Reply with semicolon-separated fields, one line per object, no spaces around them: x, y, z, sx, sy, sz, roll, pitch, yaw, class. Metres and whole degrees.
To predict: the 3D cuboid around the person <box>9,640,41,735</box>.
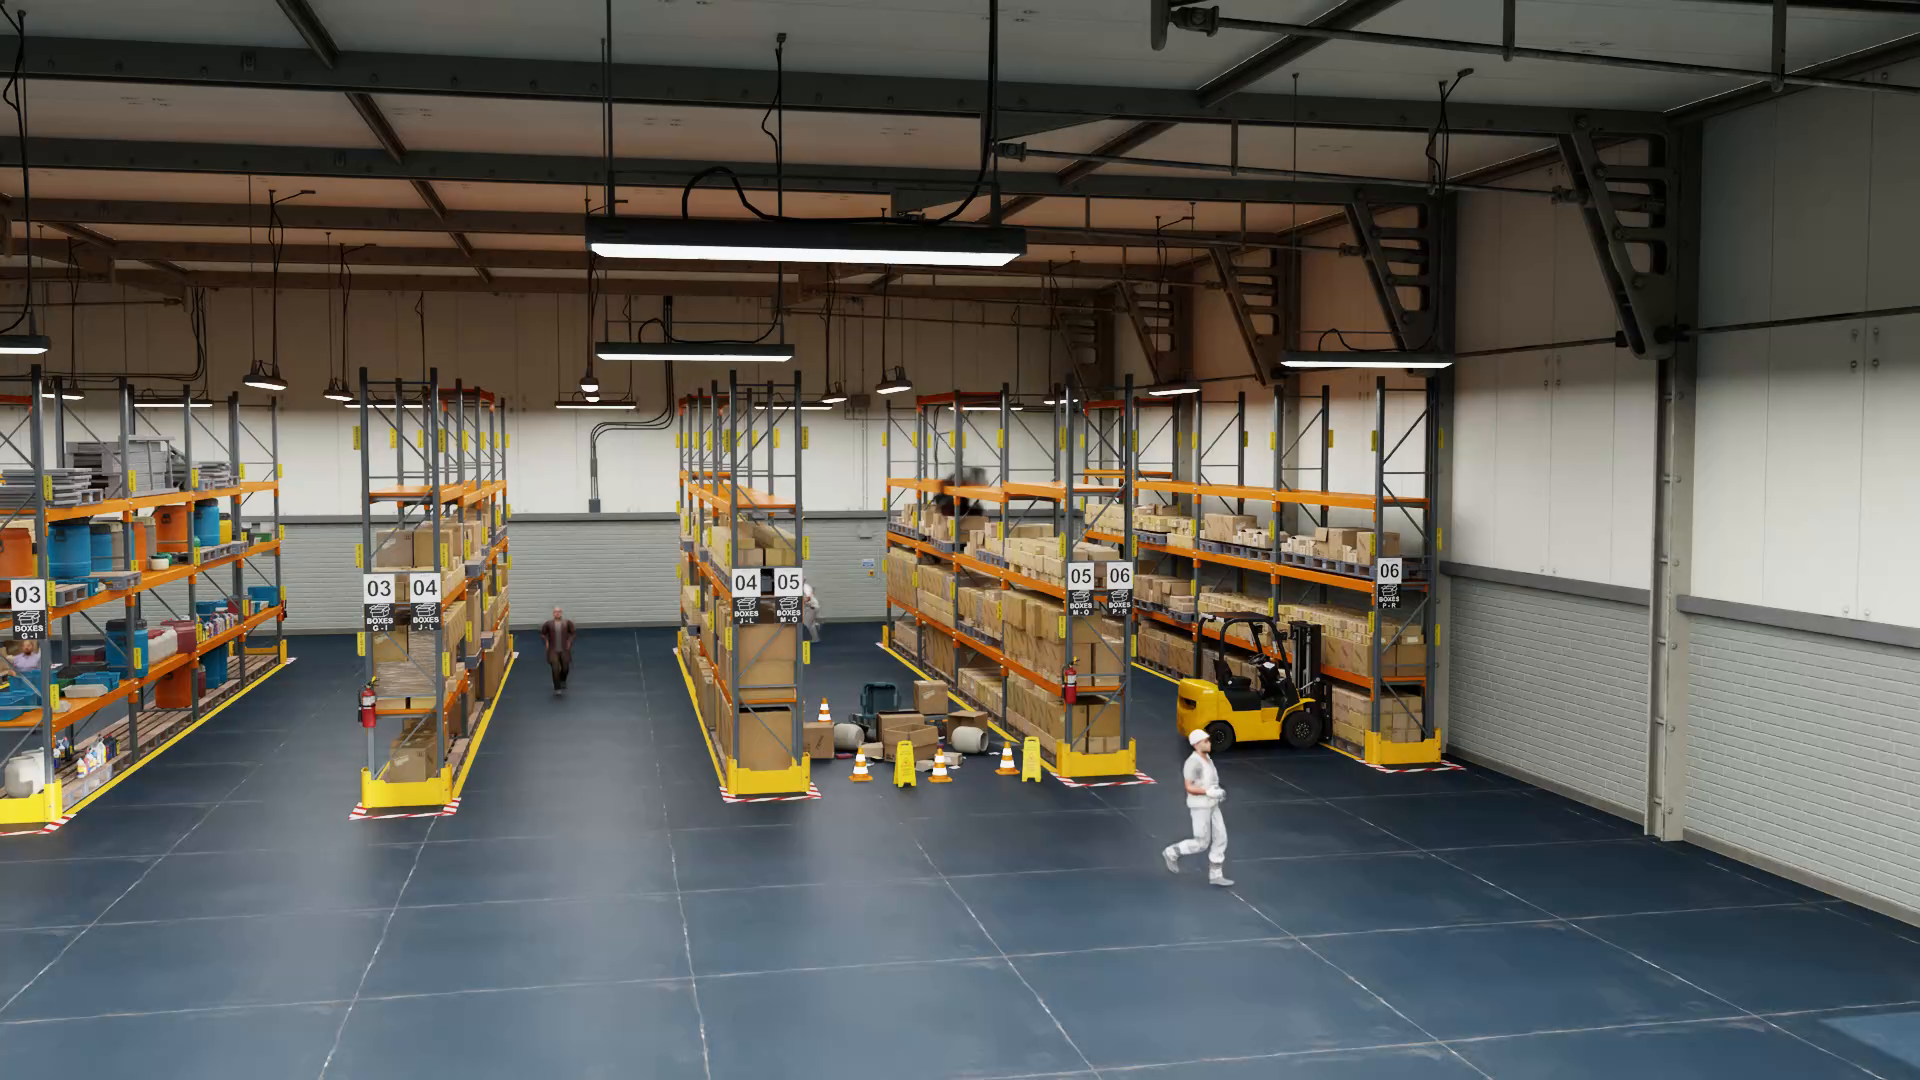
-15.976;2.513;28.554;0.613;1.607;0.586;-1;4;-20;person

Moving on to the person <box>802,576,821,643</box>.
-3.802;1.709;41.306;0.735;1.704;0.651;-1;4;-19;person

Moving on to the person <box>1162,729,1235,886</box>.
2.711;3.009;18.767;0.832;1.756;0.667;2;4;30;person

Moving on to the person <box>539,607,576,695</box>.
-7.944;2.180;32.863;0.707;1.724;0.653;-1;4;-16;person
